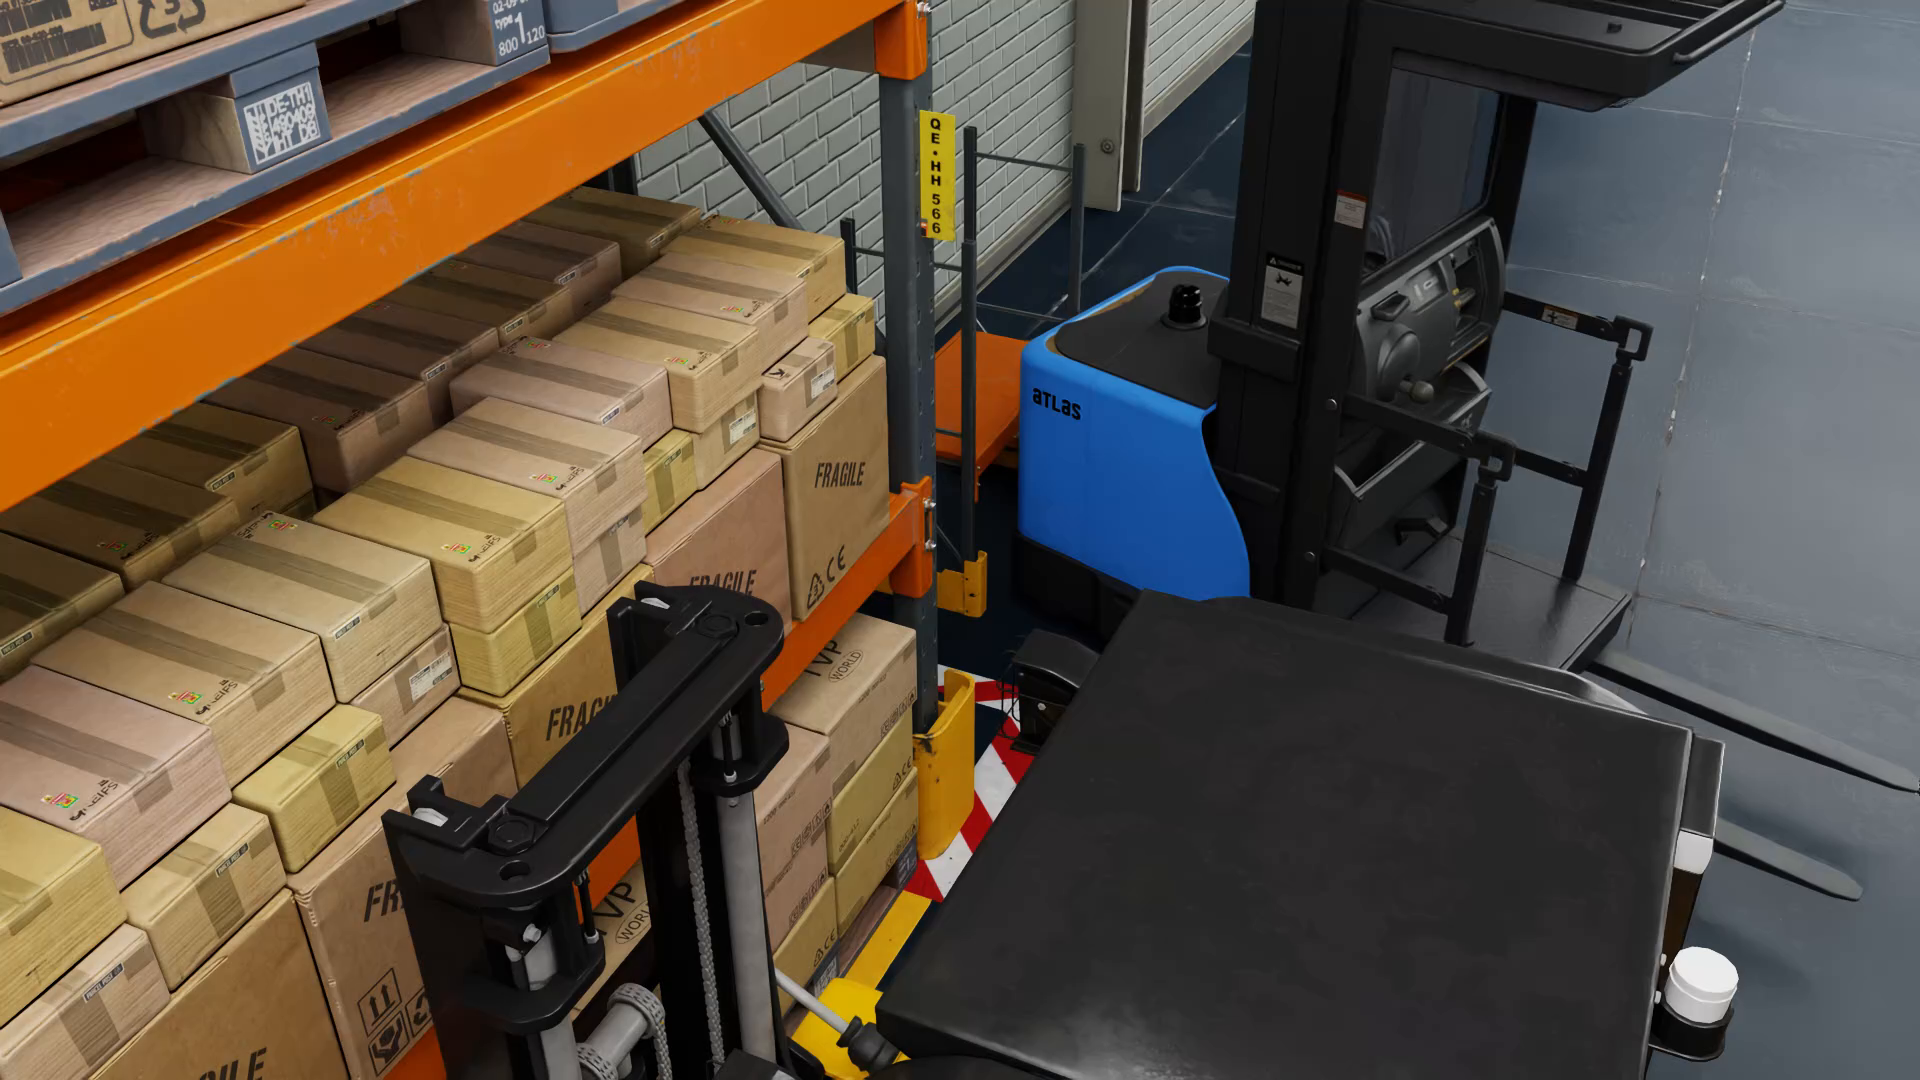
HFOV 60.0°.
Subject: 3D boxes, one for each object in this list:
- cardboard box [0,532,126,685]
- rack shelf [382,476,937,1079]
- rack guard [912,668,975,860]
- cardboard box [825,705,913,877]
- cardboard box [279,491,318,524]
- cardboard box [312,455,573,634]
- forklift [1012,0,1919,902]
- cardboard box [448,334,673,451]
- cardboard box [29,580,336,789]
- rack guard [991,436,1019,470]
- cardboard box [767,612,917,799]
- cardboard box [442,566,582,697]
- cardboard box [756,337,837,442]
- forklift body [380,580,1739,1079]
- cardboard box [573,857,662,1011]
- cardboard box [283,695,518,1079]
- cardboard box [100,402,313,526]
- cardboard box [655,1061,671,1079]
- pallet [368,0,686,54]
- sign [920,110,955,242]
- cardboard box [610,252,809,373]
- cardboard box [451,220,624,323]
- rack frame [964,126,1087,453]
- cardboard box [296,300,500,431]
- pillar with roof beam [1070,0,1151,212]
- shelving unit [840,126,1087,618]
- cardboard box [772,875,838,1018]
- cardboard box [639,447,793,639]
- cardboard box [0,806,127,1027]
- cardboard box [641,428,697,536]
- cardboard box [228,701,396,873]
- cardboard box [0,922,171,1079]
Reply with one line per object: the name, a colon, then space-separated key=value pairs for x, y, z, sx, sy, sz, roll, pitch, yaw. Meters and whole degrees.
cardboard box: x=-1.660 y=0.132 z=2.859 sx=0.380 sy=0.149 sz=0.250 roll=15 pitch=36 yaw=22
rack shelf: x=-1.382 y=0.852 z=3.372 sx=1.077 sy=0.370 sz=4.000 roll=14 pitch=36 yaw=20
rack guard: x=-0.535 y=0.588 z=5.397 sx=1.175 sy=0.500 sz=0.348 roll=14 pitch=36 yaw=20
cardboard box: x=-0.465 y=0.634 z=4.716 sx=0.500 sy=0.250 sz=0.500 roll=14 pitch=36 yaw=20
cardboard box: x=-1.525 y=-0.025 z=3.369 sx=0.380 sy=0.149 sz=0.250 roll=15 pitch=36 yaw=22
cardboard box: x=-0.946 y=0.003 z=3.056 sx=0.380 sy=0.149 sz=0.250 roll=15 pitch=36 yaw=21
forklift: x=1.644 y=-0.684 z=5.121 sx=3.031 sy=2.935 sz=1.130 roll=25 pitch=41 yaw=33
cardboard box: x=-0.835 y=-0.282 z=3.491 sx=0.380 sy=0.149 sz=0.250 roll=14 pitch=36 yaw=21
cardboard box: x=-1.261 y=0.231 z=2.708 sx=0.380 sy=0.149 sz=0.250 roll=14 pitch=36 yaw=21
rack guard: x=0.240 y=-0.391 z=7.118 sx=0.587 sy=0.250 sz=0.087 roll=14 pitch=36 yaw=20
cardboard box: x=-0.454 y=0.412 z=4.599 sx=0.500 sy=0.250 sz=0.500 roll=15 pitch=36 yaw=22
cardboard box: x=-0.950 y=0.123 z=3.144 sx=0.380 sy=0.149 sz=0.250 roll=14 pitch=36 yaw=21
cardboard box: x=-0.516 y=-0.387 z=3.922 sx=0.380 sy=0.149 sz=0.250 roll=15 pitch=36 yaw=21
forklift body: x=0.319 y=1.273 z=2.848 sx=2.313 sy=2.155 sz=1.214 roll=14 pitch=36 yaw=20
cardboard box: x=-0.865 y=0.921 z=3.823 sx=0.500 sy=0.250 sz=0.500 roll=15 pitch=36 yaw=21
cardboard box: x=-1.152 y=0.583 z=3.034 sx=0.500 sy=0.500 sz=0.500 roll=14 pitch=36 yaw=21
cardboard box: x=-1.521 y=-0.142 z=3.277 sx=0.380 sy=0.149 sz=0.250 roll=13 pitch=36 yaw=19
cardboard box: x=-0.881 y=1.143 z=3.939 sx=0.500 sy=0.250 sz=0.500 roll=13 pitch=36 yaw=19
pallet: x=-0.864 y=-1.316 z=3.367 sx=1.003 sy=0.211 sz=1.213 roll=14 pitch=36 yaw=20
sign: x=-0.058 y=-0.897 z=4.111 sx=0.100 sy=0.325 sz=0.005 roll=14 pitch=36 yaw=20
cardboard box: x=-0.579 y=-0.526 z=3.863 sx=0.380 sy=0.149 sz=0.250 roll=14 pitch=36 yaw=21
cardboard box: x=-1.048 y=-0.646 z=4.046 sx=0.380 sy=0.149 sz=0.250 roll=15 pitch=36 yaw=22
rack frame: x=0.248 y=-0.923 z=6.790 sx=0.500 sy=1.500 sz=0.032 roll=14 pitch=36 yaw=20
cardboard box: x=-1.234 y=-0.387 z=3.651 sx=0.380 sy=0.149 sz=0.250 roll=14 pitch=36 yaw=21
pillar with roof beam: x=4.765 y=-4.815 z=5.886 sx=9.100 sy=9.000 sz=0.400 roll=14 pitch=36 yaw=20
shelving unit: x=0.032 y=-0.665 z=6.397 sx=0.587 sy=1.500 sz=1.083 roll=14 pitch=36 yaw=20
cardboard box: x=-0.671 y=1.081 z=4.490 sx=0.500 sy=0.250 sz=0.500 roll=14 pitch=36 yaw=20
cardboard box: x=-0.738 y=0.075 z=3.810 sx=0.500 sy=0.500 sz=0.500 roll=15 pitch=36 yaw=22
cardboard box: x=-1.405 y=0.499 z=2.300 sx=0.380 sy=0.149 sz=0.250 roll=14 pitch=36 yaw=20
cardboard box: x=-0.794 y=-0.151 z=3.562 sx=0.380 sy=0.149 sz=0.250 roll=14 pitch=36 yaw=20
cardboard box: x=-1.181 y=0.370 z=2.768 sx=0.380 sy=0.149 sz=0.250 roll=13 pitch=36 yaw=20
cardboard box: x=-1.374 y=0.634 z=2.365 sx=0.380 sy=0.149 sz=0.250 roll=14 pitch=36 yaw=20
